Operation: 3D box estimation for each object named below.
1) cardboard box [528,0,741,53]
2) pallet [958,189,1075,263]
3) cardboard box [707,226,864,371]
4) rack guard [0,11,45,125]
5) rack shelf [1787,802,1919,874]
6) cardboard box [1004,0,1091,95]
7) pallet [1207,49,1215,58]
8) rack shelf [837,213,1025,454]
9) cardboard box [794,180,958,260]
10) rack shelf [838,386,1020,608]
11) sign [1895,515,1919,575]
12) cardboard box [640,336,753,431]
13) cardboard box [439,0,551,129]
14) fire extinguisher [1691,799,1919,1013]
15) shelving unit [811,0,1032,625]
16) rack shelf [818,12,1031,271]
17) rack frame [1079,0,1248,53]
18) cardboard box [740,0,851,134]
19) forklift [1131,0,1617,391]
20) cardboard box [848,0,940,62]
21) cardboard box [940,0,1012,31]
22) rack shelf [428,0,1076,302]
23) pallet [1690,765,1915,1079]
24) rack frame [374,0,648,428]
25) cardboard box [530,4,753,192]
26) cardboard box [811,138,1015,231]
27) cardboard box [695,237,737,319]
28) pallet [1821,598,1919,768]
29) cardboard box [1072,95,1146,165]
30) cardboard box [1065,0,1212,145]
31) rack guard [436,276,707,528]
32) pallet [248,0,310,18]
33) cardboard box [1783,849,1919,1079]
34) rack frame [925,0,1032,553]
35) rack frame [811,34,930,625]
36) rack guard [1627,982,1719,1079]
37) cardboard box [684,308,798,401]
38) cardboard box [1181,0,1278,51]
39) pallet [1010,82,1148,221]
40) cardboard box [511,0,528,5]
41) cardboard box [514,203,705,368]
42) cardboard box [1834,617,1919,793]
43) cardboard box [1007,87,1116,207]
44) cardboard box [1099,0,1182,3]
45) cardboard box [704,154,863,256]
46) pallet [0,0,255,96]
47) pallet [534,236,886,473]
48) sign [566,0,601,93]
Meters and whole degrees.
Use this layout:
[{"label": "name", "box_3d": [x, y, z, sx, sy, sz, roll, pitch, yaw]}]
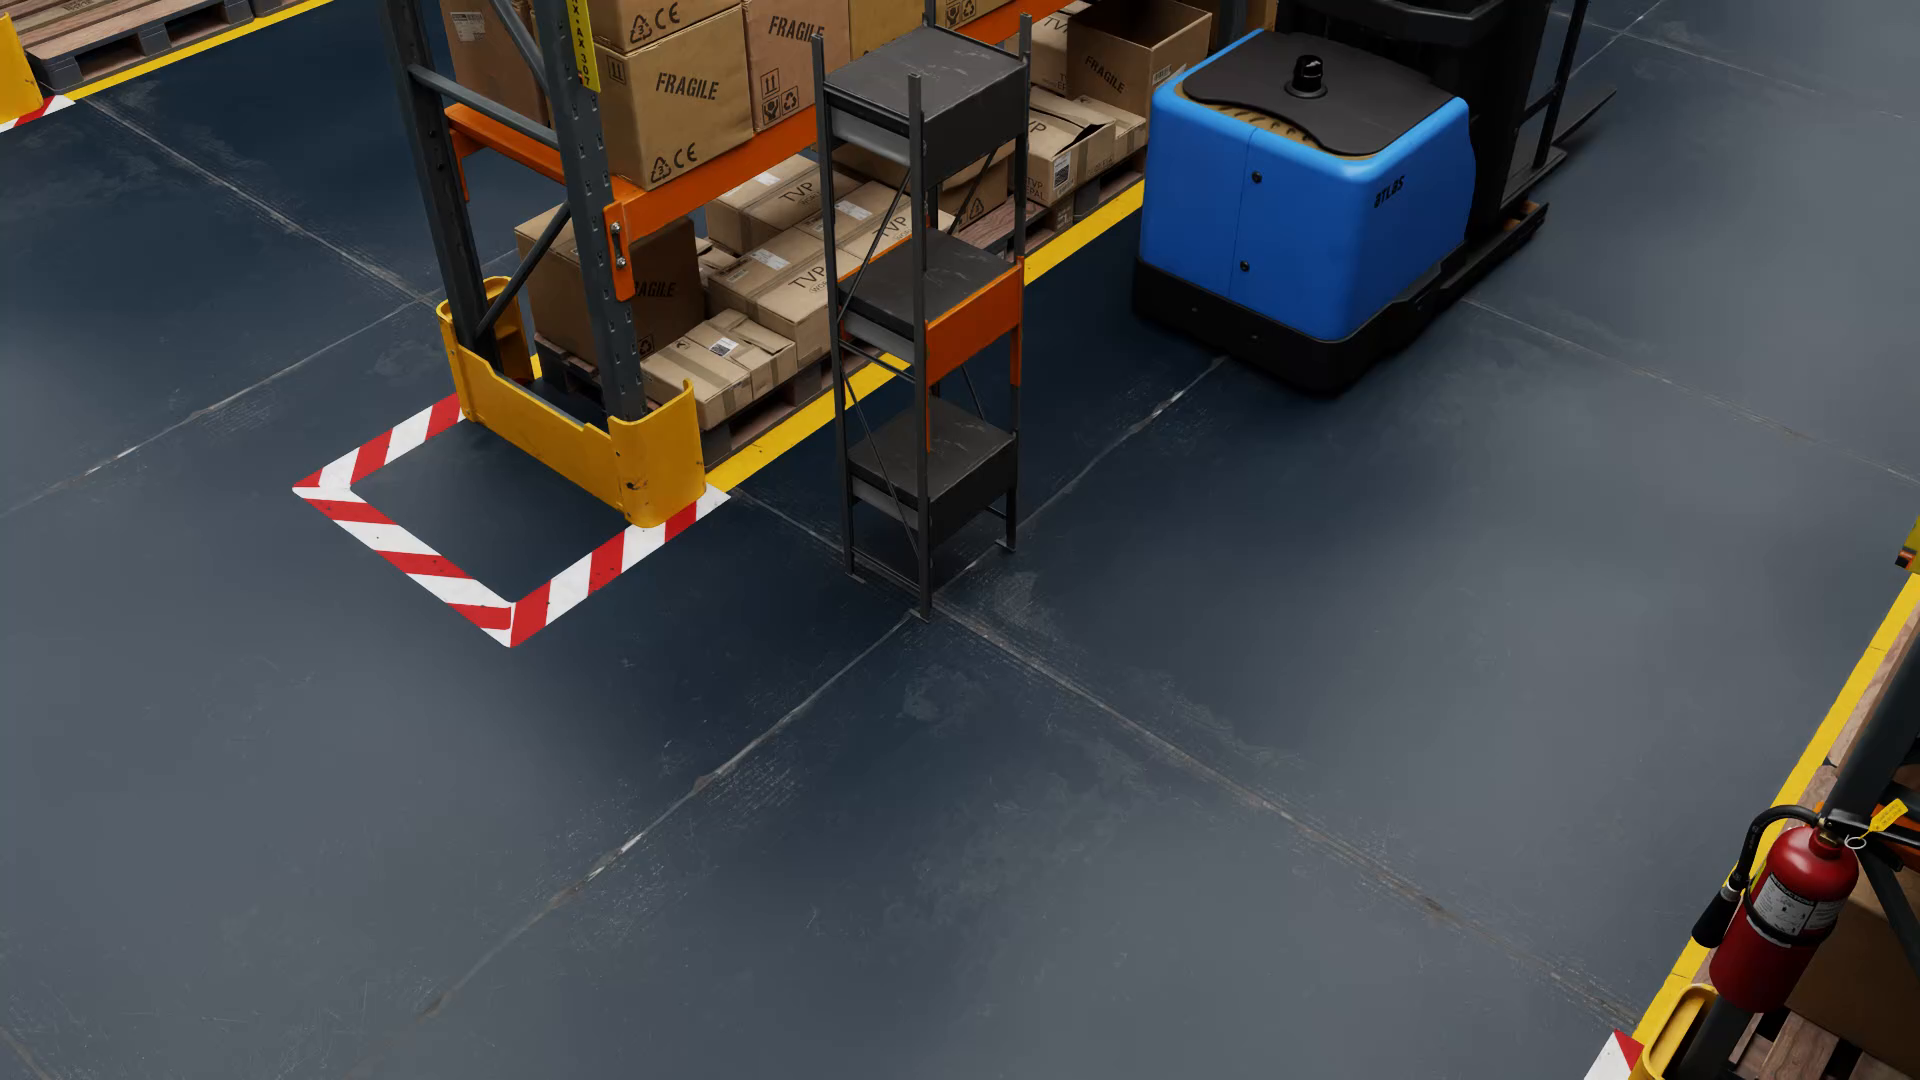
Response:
[{"label": "cardboard box", "box_3d": [-1.078, -1.959, 5.357, 0.500, 0.500, 0.500, 31, 51, 30]}, {"label": "pallet", "box_3d": [-0.218, -1.482, 7.723, 1.003, 0.211, 1.213, 29, 50, 28]}, {"label": "cardboard box", "box_3d": [-0.676, -0.998, 6.835, 0.500, 0.250, 0.500, 29, 50, 28]}, {"label": "rack guard", "box_3d": [-5.359, -2.642, 8.784, 1.175, 0.500, 0.348, 29, 50, 28]}, {"label": "rack shelf", "box_3d": [3.516, -0.059, 4.620, 1.077, 0.370, 4.000, 29, 50, 28]}, {"label": "cardboard box", "box_3d": [0.574, -2.543, 8.489, 0.500, 0.311, 0.500, 29, 50, 28]}, {"label": "pallet", "box_3d": [1.504, -2.901, 9.284, 1.003, 0.211, 1.213, 29, 50, 28]}, {"label": "rack shelf", "box_3d": [-0.107, -0.682, 5.459, 0.431, 0.518, 0.480, 29, 50, 28]}, {"label": "cardboard box", "box_3d": [-0.354, -1.255, 7.118, 0.500, 0.250, 0.500, 29, 50, 28]}, {"label": "rack shelf", "box_3d": [-0.107, -0.164, 5.930, 0.431, 0.518, 0.480, 29, 50, 28]}, {"label": "sign", "box_3d": [1.823, -0.053, 3.042, 0.100, 0.325, 0.005, 29, 50, 28]}, {"label": "cardboard box", "box_3d": [-1.032, -0.613, 6.486, 0.380, 0.149, 0.250, 29, 50, 28]}, {"label": "cardboard box", "box_3d": [-1.485, -1.823, 5.951, 0.500, 0.500, 0.500, 31, 51, 30]}, {"label": "fire extinguisher", "box_3d": [1.779, 0.749, 3.531, 0.296, 0.674, 0.183, 29, 50, 28]}, {"label": "shelving unit", "box_3d": [-0.107, -0.692, 5.450, 0.431, 2.100, 0.503, 29, 50, 28]}, {"label": "rack shelf", "box_3d": [-0.107, -1.199, 4.988, 0.431, 0.518, 0.480, 29, 50, 28]}, {"label": "rack frame", "box_3d": [1.009, -3.498, 7.867, 1.000, 3.000, 0.127, 29, 50, 28]}, {"label": "cardboard box", "box_3d": [-0.750, -1.857, 5.989, 0.500, 0.500, 0.500, 29, 50, 28]}, {"label": "forklift", "box_3d": [2.099, -2.613, 6.945, 1.130, 2.935, 3.031, 30, 50, 29]}, {"label": "cardboard box", "box_3d": [-0.424, -2.114, 6.271, 0.500, 0.500, 0.500, 29, 50, 28]}, {"label": "cardboard box", "box_3d": [-0.101, -2.371, 6.554, 0.500, 0.500, 0.500, 30, 50, 29]}, {"label": "rack shelf", "box_3d": [-0.278, -2.202, 6.976, 1.077, 0.370, 4.000, 29, 50, 28]}, {"label": "pallet", "box_3d": [2.684, 1.291, 4.673, 1.003, 0.211, 1.213, 29, 50, 28]}, {"label": "rack frame", "box_3d": [-1.565, -1.438, 5.602, 1.000, 3.000, 0.127, 29, 50, 28]}, {"label": "cardboard box", "box_3d": [-1.078, -1.589, 5.694, 0.500, 0.500, 0.500, 31, 50, 29]}, {"label": "cardboard box", "box_3d": [-0.196, -1.767, 7.492, 0.797, 0.503, 0.637, 29, 50, 28]}, {"label": "cardboard box", "box_3d": [-1.074, -1.109, 7.019, 0.380, 0.166, 0.250, 29, 50, 28]}, {"label": "pallet", "box_3d": [3.469, 0.666, 5.361, 1.003, 0.211, 1.213, 29, 50, 28]}, {"label": "cardboard box", "box_3d": [0.664, -1.970, 7.979, 0.380, 0.149, 0.250, 29, 50, 28]}, {"label": "cardboard box", "box_3d": [0.860, -2.319, 8.102, 0.500, 0.500, 0.500, 29, 50, 28]}, {"label": "rack guard", "box_3d": [-1.516, -0.552, 6.486, 1.175, 0.500, 0.348, 29, 50, 28]}, {"label": "pallet", "box_3d": [-4.008, -3.586, 10.037, 1.003, 0.211, 1.213, 29, 50, 28]}, {"label": "cardboard box", "box_3d": [2.603, 1.071, 4.389, 0.700, 0.500, 0.500, 29, 50, 28]}, {"label": "rack frame", "box_3d": [0.050, -0.817, 5.588, 0.400, 2.100, 0.015, 29, 50, 28]}, {"label": "rack frame", "box_3d": [-0.264, -0.566, 5.312, 0.400, 2.100, 0.015, 29, 50, 28]}, {"label": "rack guard", "box_3d": [2.213, 1.642, 4.072, 1.175, 0.500, 0.348, 29, 50, 28]}, {"label": "cardboard box", "box_3d": [-0.872, -0.748, 6.622, 0.380, 0.166, 0.250, 29, 50, 28]}, {"label": "cardboard box", "box_3d": [1.507, -2.879, 8.718, 0.500, 0.500, 0.500, 27, 49, 27]}, {"label": "pallet", "box_3d": [0.567, -2.113, 8.417, 1.003, 0.211, 1.213, 29, 50, 28]}, {"label": "cardboard box", "box_3d": [-1.489, -2.193, 5.615, 0.500, 0.500, 0.500, 29, 50, 28]}, {"label": "cardboard box", "box_3d": [-1.404, -1.062, 6.720, 0.500, 0.500, 0.500, 29, 50, 28]}, {"label": "cardboard box", "box_3d": [2.549, 0.327, 3.438, 0.980, 0.700, 0.700, 32, 51, 30]}, {"label": "cardboard box", "box_3d": [0.377, -1.863, 7.741, 0.500, 0.311, 0.500, 29, 50, 28]}, {"label": "cardboard box", "box_3d": [1.108, -3.114, 8.976, 0.500, 0.500, 0.500, 29, 50, 28]}, {"label": "cardboard box", "box_3d": [-0.769, -1.446, 7.328, 0.500, 0.250, 0.500, 29, 50, 28]}, {"label": "pallet", "box_3d": [-4.793, -2.961, 9.349, 1.003, 0.211, 1.213, 29, 50, 28]}, {"label": "pallet", "box_3d": [-1.004, -0.856, 7.035, 1.003, 0.211, 1.213, 29, 50, 28]}, {"label": "sign", "box_3d": [-1.150, -1.523, 5.052, 0.100, 0.325, 0.005, 29, 50, 28]}]
